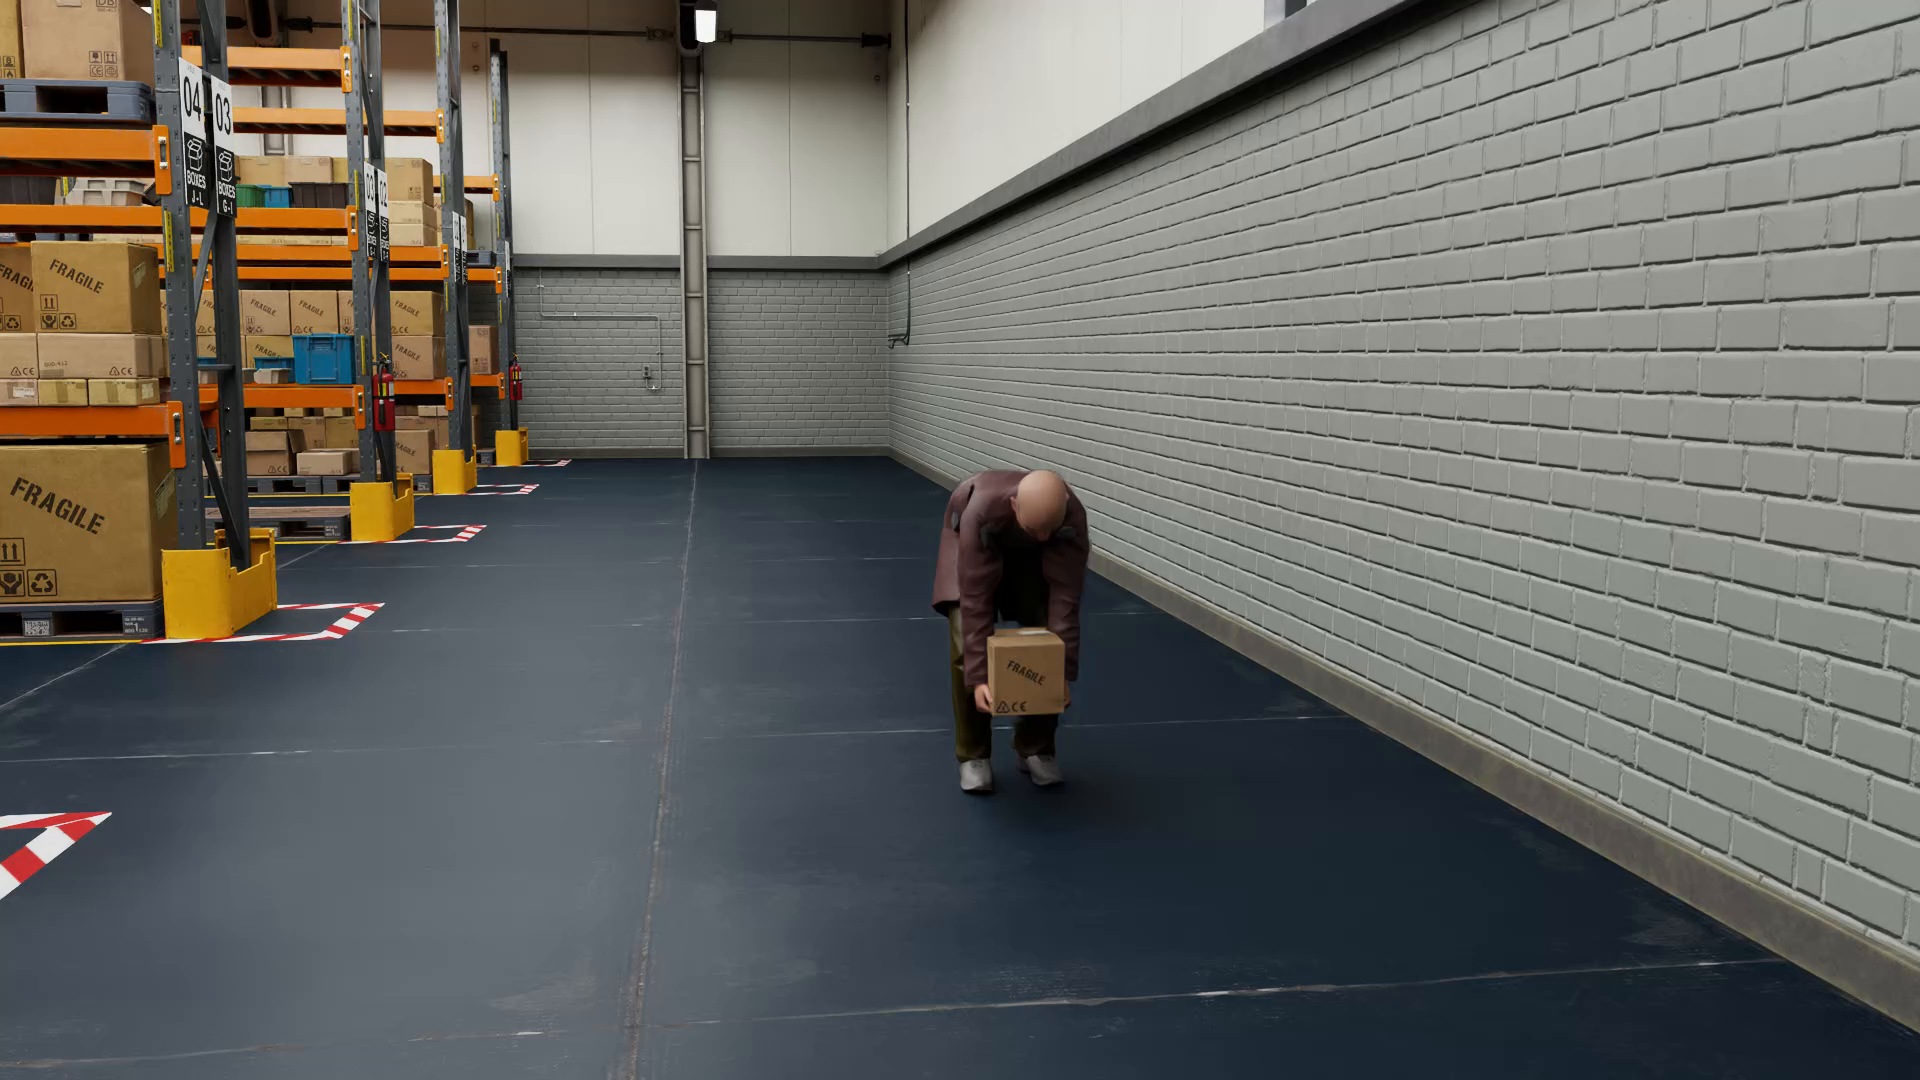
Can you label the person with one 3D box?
[{"bbox_3d":[0.204,0.325,5.961,0.559,1.203,0.939,-1,6,-11],"label":"person"}]
